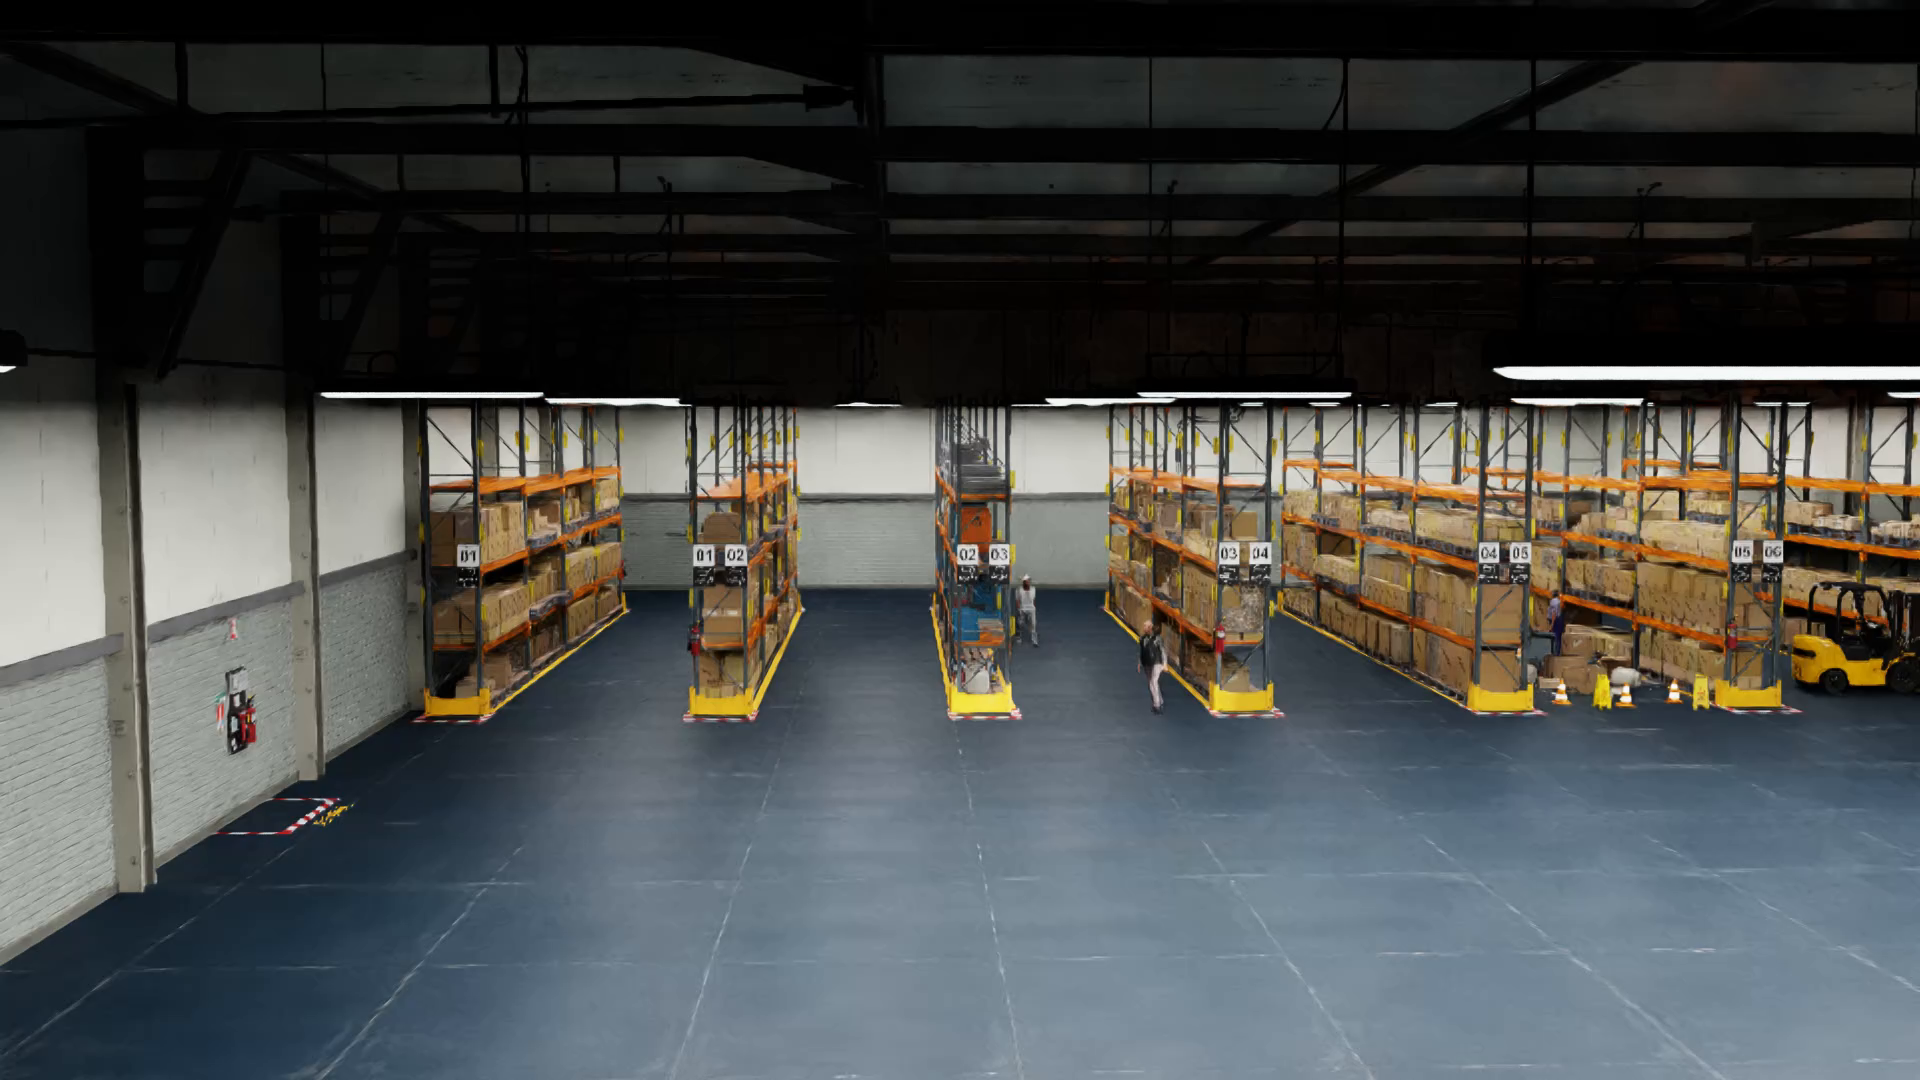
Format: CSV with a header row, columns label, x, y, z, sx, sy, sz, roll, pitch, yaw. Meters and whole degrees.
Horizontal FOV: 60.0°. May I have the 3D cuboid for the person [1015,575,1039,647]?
label,x,y,z,sx,sy,sz,roll,pitch,yaw
person,1.595,1.695,40.115,0.554,1.724,1.029,-1,5,-10

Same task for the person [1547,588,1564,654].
label,x,y,z,sx,sy,sz,roll,pitch,yaw
person,13.493,1.918,37.801,0.551,1.642,0.598,2,5,23

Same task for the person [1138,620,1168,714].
label,x,y,z,sx,sy,sz,roll,pitch,yaw
person,3.678,2.390,31.550,0.500,1.729,0.638,-3,6,-37
